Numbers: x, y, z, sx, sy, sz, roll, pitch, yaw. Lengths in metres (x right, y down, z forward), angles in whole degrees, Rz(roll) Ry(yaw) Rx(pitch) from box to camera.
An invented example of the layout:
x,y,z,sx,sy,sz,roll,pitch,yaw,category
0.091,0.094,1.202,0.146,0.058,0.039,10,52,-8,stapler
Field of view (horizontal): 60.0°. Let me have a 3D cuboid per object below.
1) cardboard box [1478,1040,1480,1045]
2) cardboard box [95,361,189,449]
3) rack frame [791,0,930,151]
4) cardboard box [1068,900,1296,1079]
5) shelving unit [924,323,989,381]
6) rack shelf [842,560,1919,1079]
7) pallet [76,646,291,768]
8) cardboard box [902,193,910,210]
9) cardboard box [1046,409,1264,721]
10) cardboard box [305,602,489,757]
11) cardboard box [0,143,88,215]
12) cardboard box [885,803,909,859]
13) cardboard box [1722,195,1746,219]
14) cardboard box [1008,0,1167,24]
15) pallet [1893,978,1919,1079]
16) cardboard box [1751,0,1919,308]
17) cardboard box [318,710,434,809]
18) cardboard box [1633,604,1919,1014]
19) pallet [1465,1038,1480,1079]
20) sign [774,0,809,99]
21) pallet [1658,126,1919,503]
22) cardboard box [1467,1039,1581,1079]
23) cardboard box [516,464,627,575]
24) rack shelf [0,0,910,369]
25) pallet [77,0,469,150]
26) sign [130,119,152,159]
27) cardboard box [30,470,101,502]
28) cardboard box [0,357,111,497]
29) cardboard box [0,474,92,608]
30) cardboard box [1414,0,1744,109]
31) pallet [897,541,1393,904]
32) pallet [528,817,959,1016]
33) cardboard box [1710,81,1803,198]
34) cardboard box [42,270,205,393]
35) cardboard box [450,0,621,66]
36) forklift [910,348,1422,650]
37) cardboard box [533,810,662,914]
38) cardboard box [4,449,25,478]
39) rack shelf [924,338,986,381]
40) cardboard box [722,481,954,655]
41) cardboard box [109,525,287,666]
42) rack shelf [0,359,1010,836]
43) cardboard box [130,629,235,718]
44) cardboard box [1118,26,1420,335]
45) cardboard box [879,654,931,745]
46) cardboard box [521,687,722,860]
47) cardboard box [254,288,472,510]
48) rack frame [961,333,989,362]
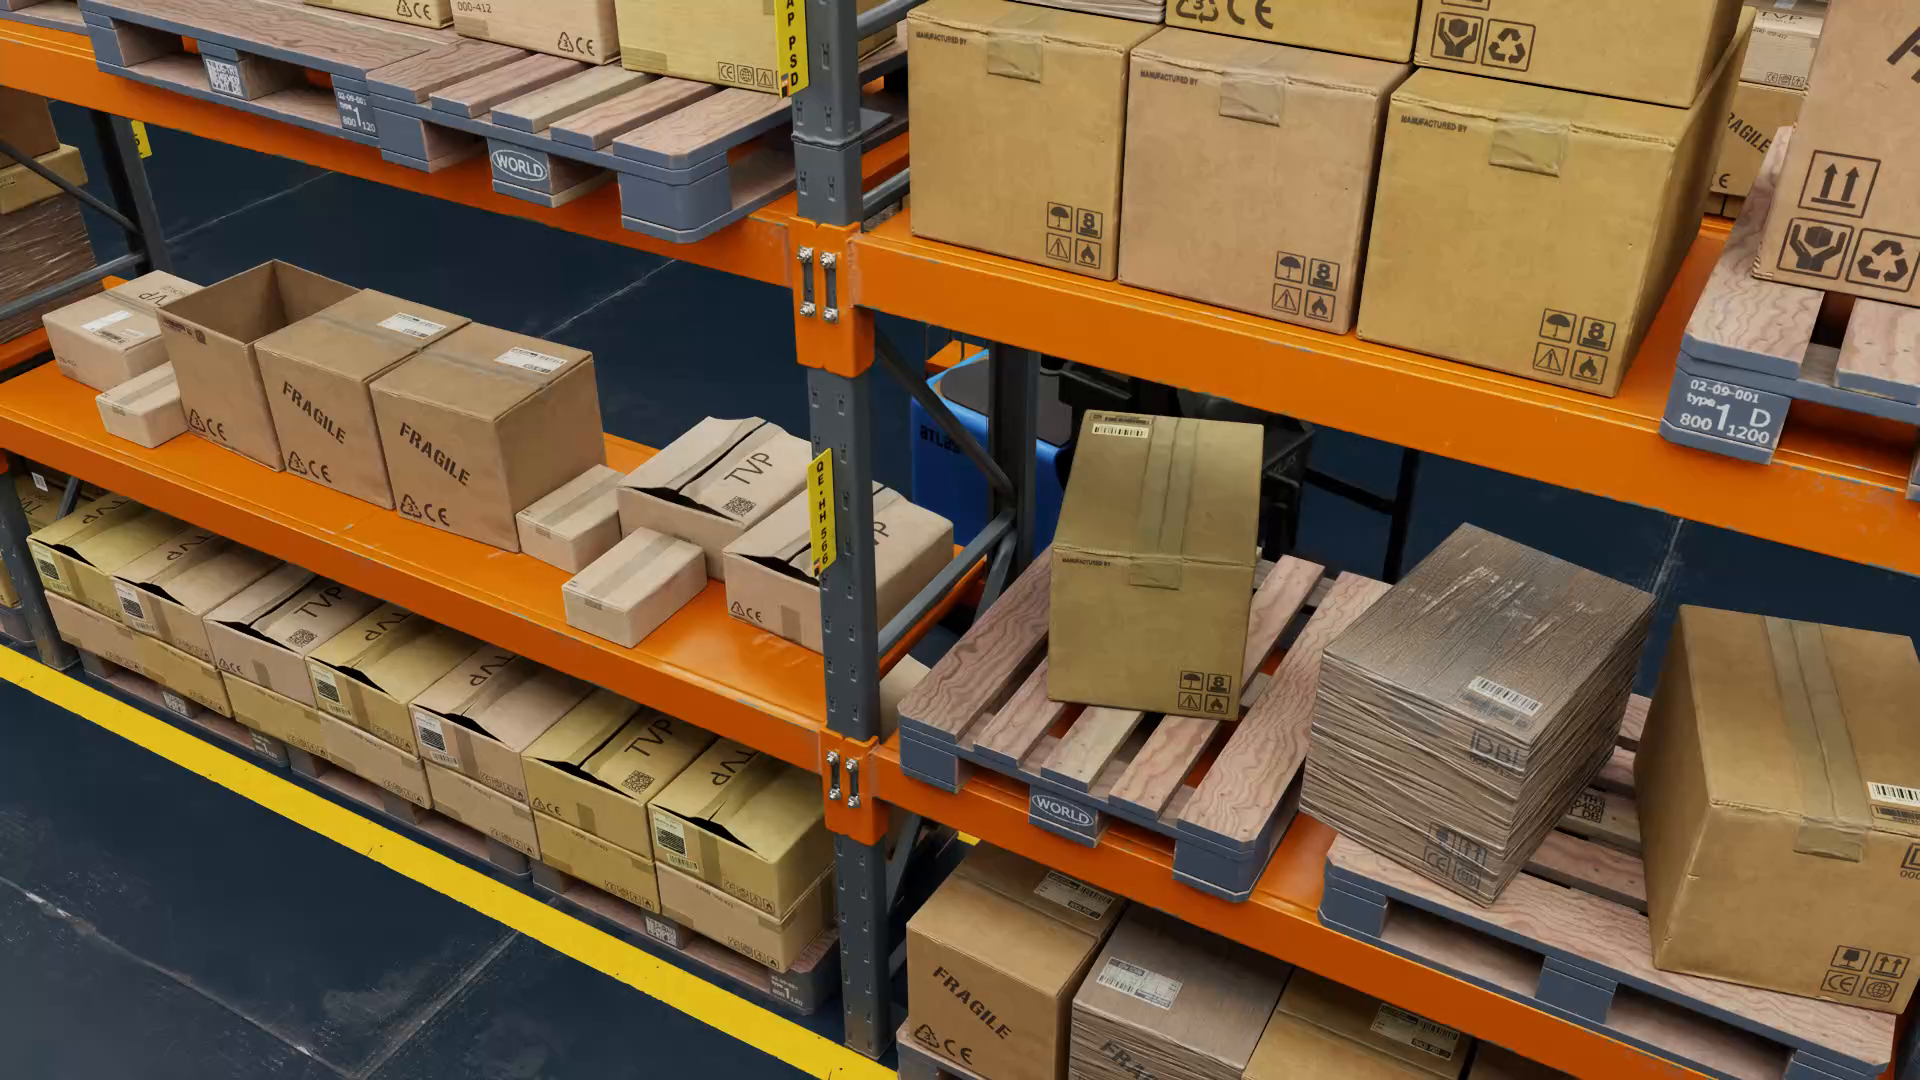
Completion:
x,y,z,sx,sy,sz,roll,pitch,yaw,category
1.769,1.435,4.748,0.500,0.500,0.500,16,37,23,cardboard box
-2.872,-0.504,6.027,0.250,0.149,0.380,18,37,24,cardboard box
-0.067,-2.348,3.157,0.127,3.000,1.000,18,37,24,rack frame
0.643,1.411,4.784,0.500,0.500,0.500,16,37,23,cardboard box
-0.013,-0.503,7.423,0.189,1.200,0.258,18,37,24,shelving unit
1.669,0.999,4.193,4.000,0.370,1.077,18,37,24,rack shelf
-2.881,0.394,6.968,1.213,0.211,1.003,18,37,24,pallet
0.035,-2.166,10.155,0.500,0.500,0.700,17,37,23,cardboard box
0.535,0.052,4.497,0.500,0.500,0.700,6,34,9,cardboard box
-1.970,0.441,5.977,0.500,0.311,0.500,19,38,26,cardboard box
-3.677,-1.429,6.515,0.250,0.149,0.380,18,37,24,cardboard box
-0.376,0.834,5.894,0.500,0.250,0.500,17,37,24,cardboard box
3.689,-1.597,7.650,0.250,0.149,0.380,18,38,25,cardboard box
0.308,-1.434,3.499,0.500,0.500,0.500,18,37,24,cardboard box
2.766,1.057,3.630,1.213,0.211,1.003,18,37,24,pallet
1.845,-0.797,2.974,0.600,0.600,0.600,16,37,23,cardboard box
-1.978,0.672,6.137,0.500,0.250,0.500,18,38,25,cardboard box
1.841,0.577,3.708,0.500,0.500,0.700,8,35,12,cardboard box
1.617,1.870,4.752,1.213,0.211,1.003,18,37,24,pallet
-0.350,-1.083,3.425,0.005,0.325,0.100,18,37,24,sign
1.972,-0.418,3.134,1.003,0.211,1.213,18,37,24,pallet
1.532,1.692,4.361,0.500,0.500,0.500,16,37,23,cardboard box
-1.203,-0.070,5.375,0.250,0.149,0.380,21,39,28,cardboard box
-1.804,-1.350,5.013,4.000,0.370,1.077,18,37,24,rack shelf
-1.673,-1.470,4.716,1.213,0.211,1.003,19,38,27,pallet
-3.279,-1.664,6.569,0.005,0.325,0.100,18,37,24,sign
-3.792,-0.255,7.528,0.500,0.250,0.500,18,37,24,cardboard box
-3.788,-0.571,7.327,0.500,0.500,0.500,18,37,24,cardboard box
-4.051,-0.003,7.151,0.500,0.250,0.500,18,37,24,cardboard box
1.194,-1.153,3.077,0.500,0.500,0.500,18,37,24,cardboard box
0.556,0.382,4.643,1.003,0.211,1.213,18,37,24,pallet
-0.763,1.065,5.961,1.213,0.211,1.003,18,37,24,pallet
3.562,-1.867,7.471,0.500,0.500,0.500,17,37,24,cardboard box
-3.091,-0.774,6.341,0.500,0.250,0.500,20,39,27,cardboard box
-0.953,-1.445,4.263,0.500,0.250,0.500,19,38,26,cardboard box
1.219,-0.599,6.005,3.031,2.935,1.130,26,42,34,forklift
-1.094,0.952,5.717,0.500,0.250,0.500,17,37,24,cardboard box
-4.480,-0.459,7.158,0.500,0.500,0.500,18,37,24,cardboard box
-0.013,-0.766,7.249,0.180,0.103,0.258,18,37,24,rack shelf
-0.361,0.065,5.026,0.500,0.311,0.500,20,39,27,cardboard box
-2.873,0.159,6.401,0.500,0.311,0.500,17,37,24,cardboard box
-1.804,-0.101,5.845,4.000,0.370,1.077,18,37,24,rack shelf
-2.870,0.390,6.559,0.500,0.250,0.500,19,38,26,cardboard box
0.771,-0.897,3.594,0.500,0.500,0.910,18,37,24,cardboard box
-0.376,0.600,5.738,0.500,0.311,0.500,19,38,26,cardboard box
-1.099,0.720,5.558,0.500,0.311,0.500,17,37,24,cardboard box
-1.989,-0.491,5.690,0.500,0.500,0.500,18,38,24,cardboard box
0.067,-0.478,7.386,0.006,1.200,0.240,18,37,24,rack frame
